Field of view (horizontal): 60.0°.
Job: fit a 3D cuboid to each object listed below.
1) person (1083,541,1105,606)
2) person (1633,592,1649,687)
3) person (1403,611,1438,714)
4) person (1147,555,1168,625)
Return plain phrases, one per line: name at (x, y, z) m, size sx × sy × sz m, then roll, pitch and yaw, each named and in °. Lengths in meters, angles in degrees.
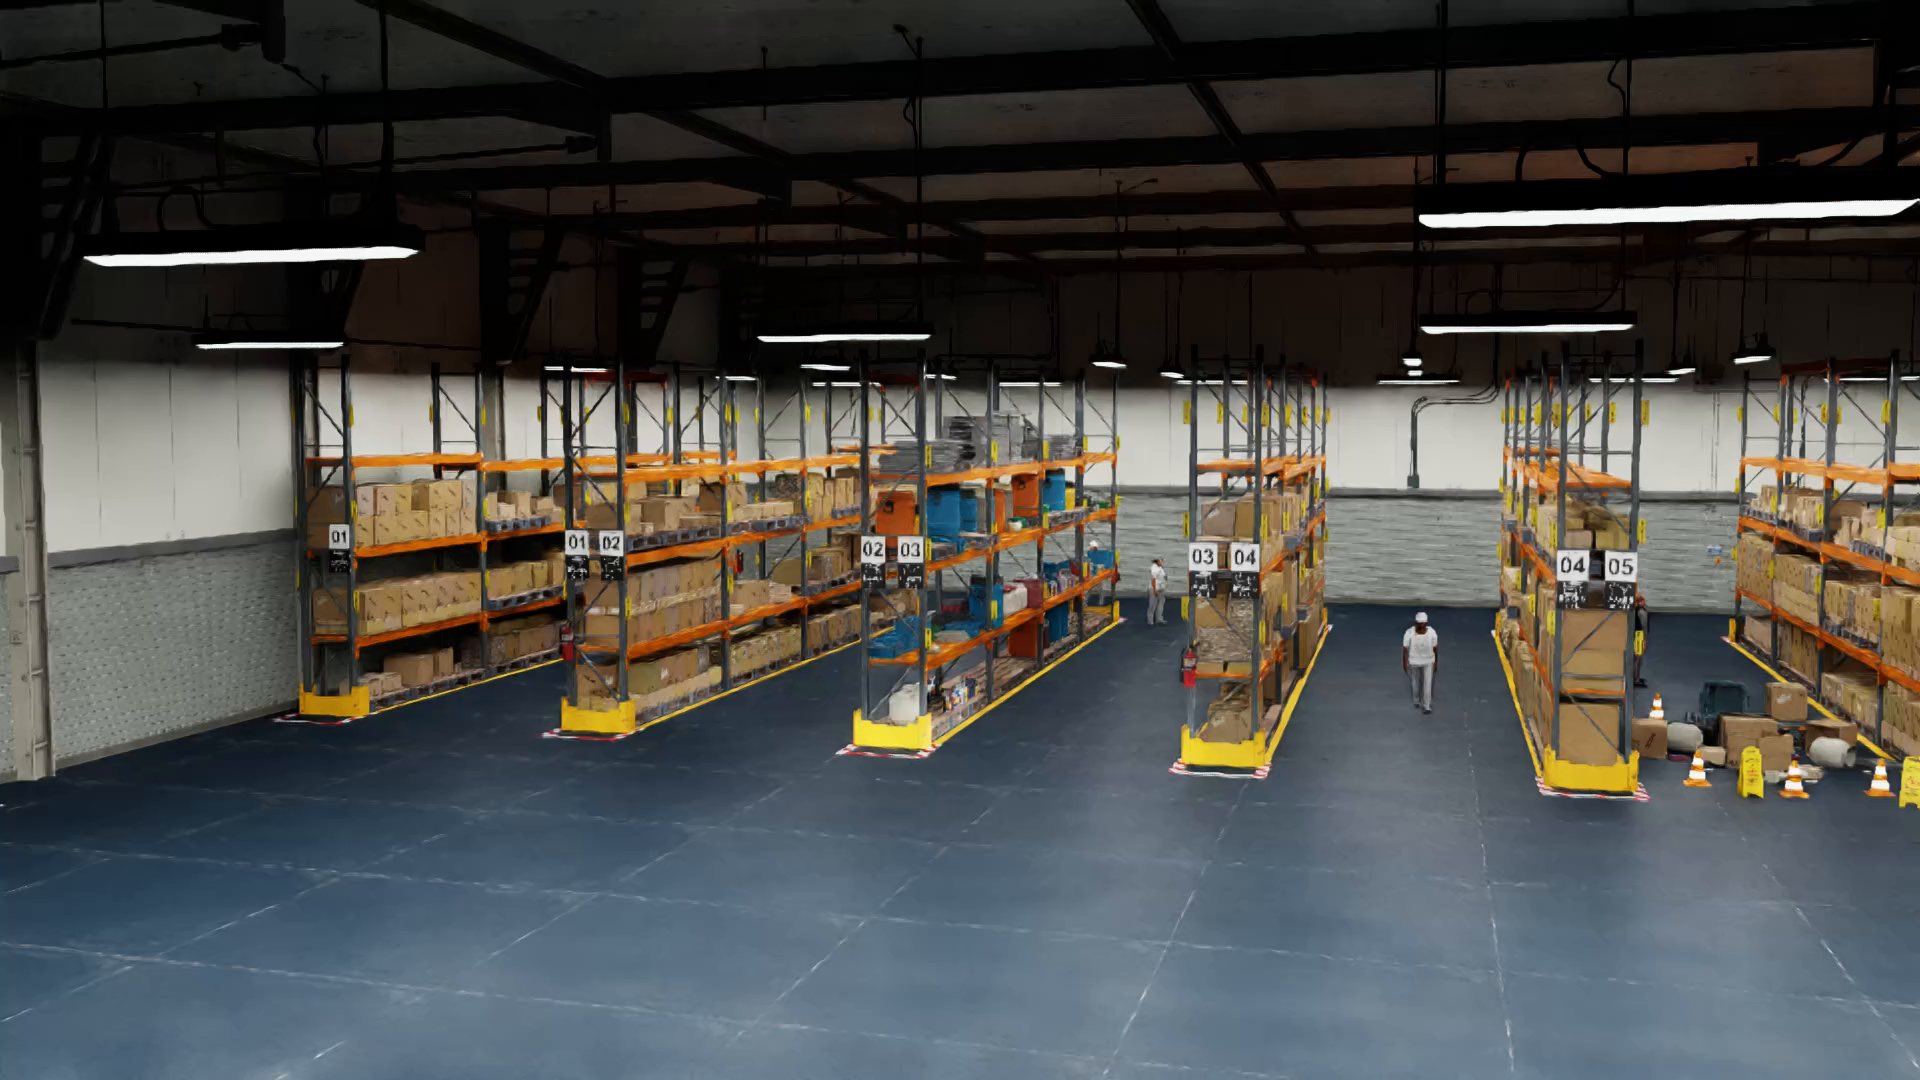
person at (3.511, 0.871, 43.565) m, size 0.538 × 1.715 × 1.032 m, roll 2°, pitch 5°, yaw 25°
person at (12.572, 1.819, 30.761) m, size 0.463 × 1.731 × 0.598 m, roll 0°, pitch 4°, yaw -6°
person at (7.764, 2.044, 28.065) m, size 0.577 × 1.691 × 1.121 m, roll 1°, pitch 4°, yaw 18°
person at (4.715, 1.177, 39.804) m, size 0.396 × 1.666 × 0.583 m, roll 3°, pitch 5°, yaw 32°
